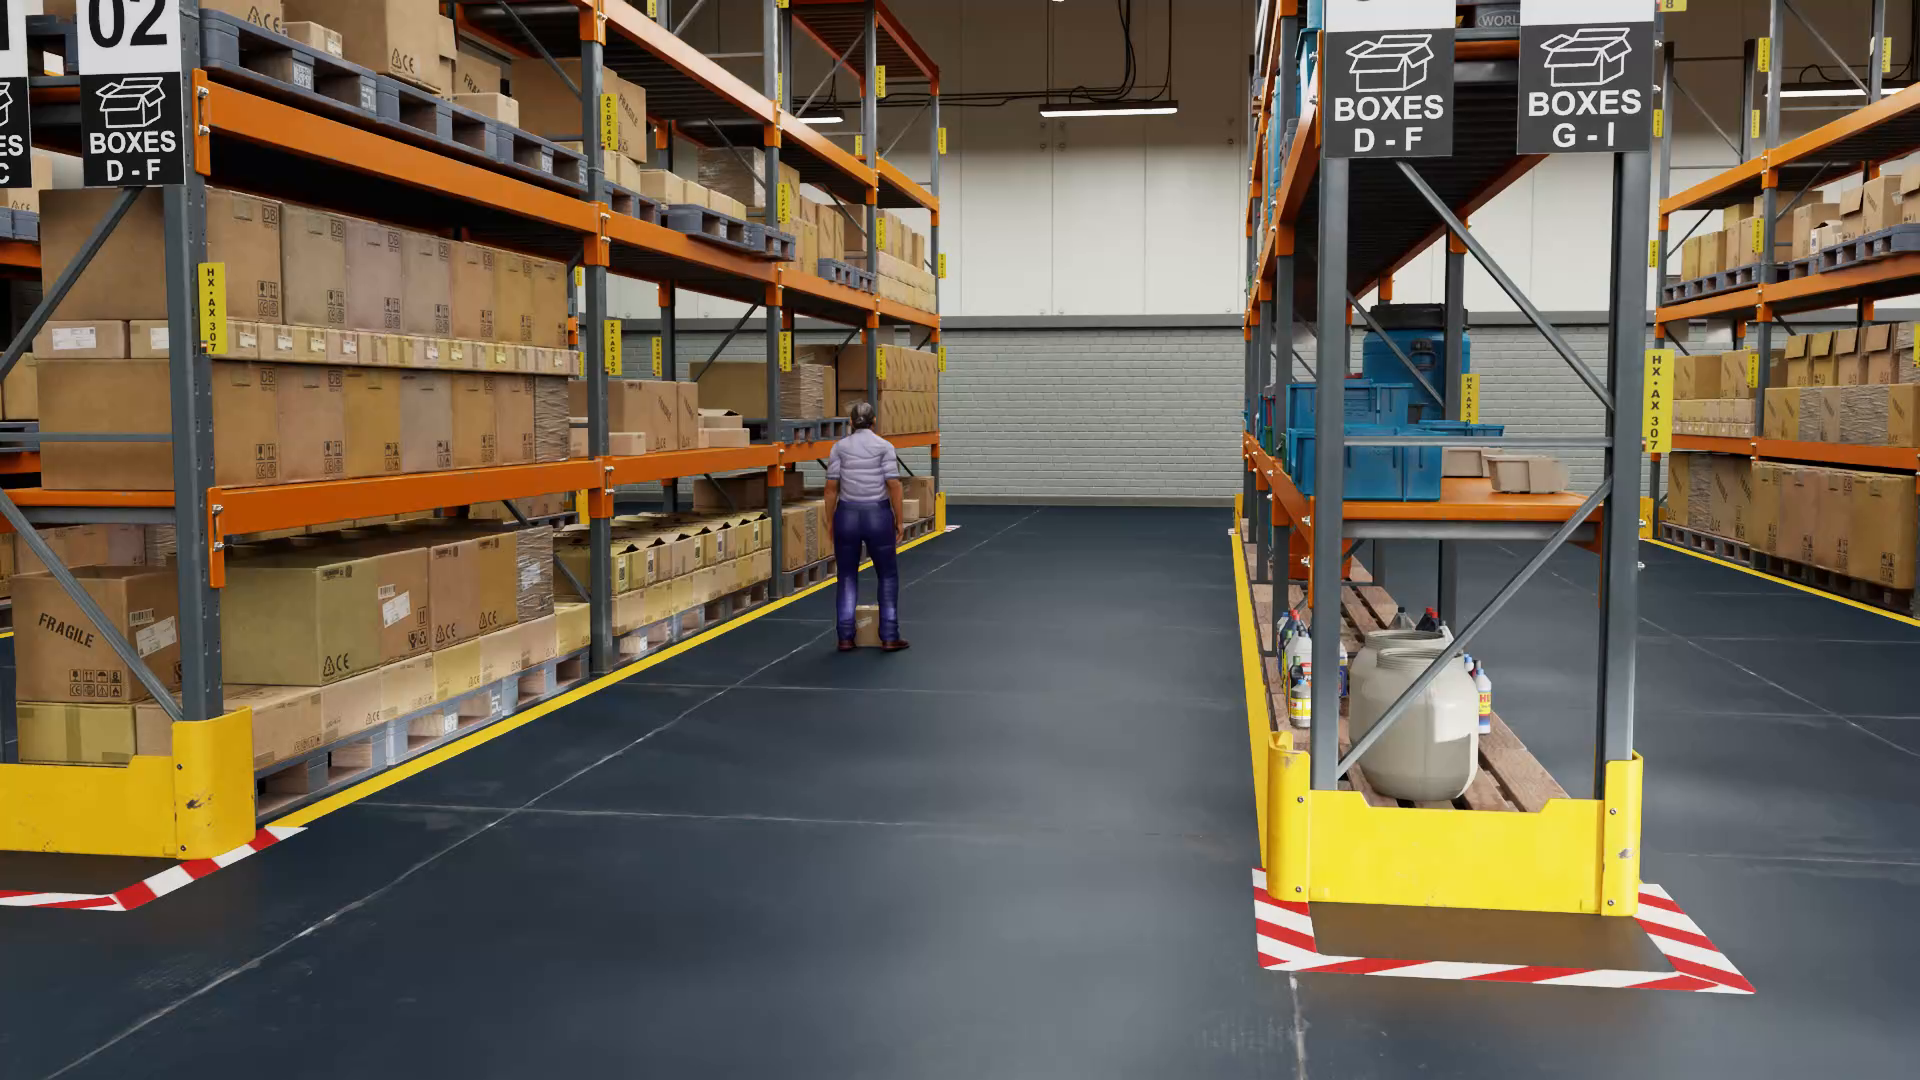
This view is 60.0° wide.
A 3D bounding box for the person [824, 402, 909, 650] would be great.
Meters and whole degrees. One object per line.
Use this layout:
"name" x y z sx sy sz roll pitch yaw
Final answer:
"person" -0.628 -0.091 11.085 0.547 1.651 0.367 1 5 8
